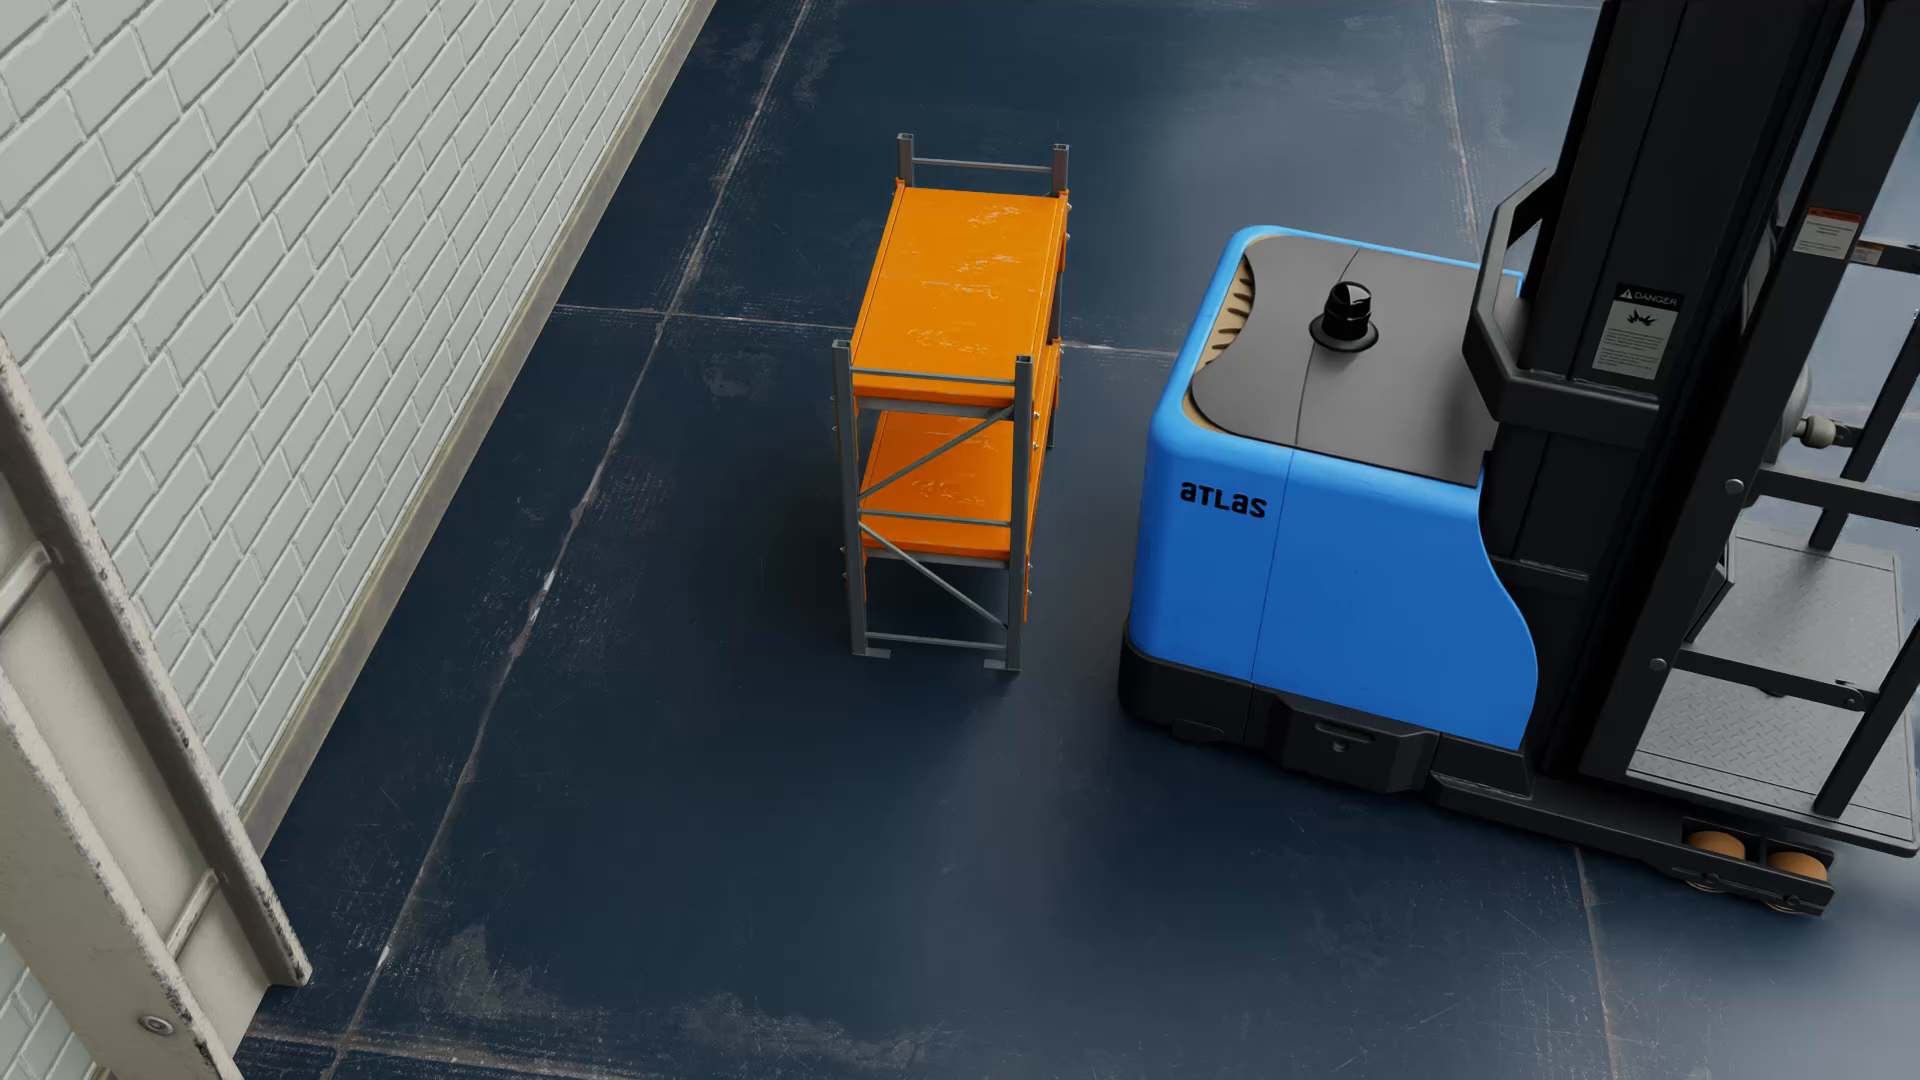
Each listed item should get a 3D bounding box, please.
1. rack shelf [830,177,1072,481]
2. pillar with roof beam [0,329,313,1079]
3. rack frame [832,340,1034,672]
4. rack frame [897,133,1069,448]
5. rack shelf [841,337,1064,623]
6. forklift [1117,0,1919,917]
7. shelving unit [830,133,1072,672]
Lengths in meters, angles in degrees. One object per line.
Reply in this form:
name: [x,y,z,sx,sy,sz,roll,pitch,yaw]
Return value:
rack shelf: [-0.001,-0.616,4.657,0.538,0.278,1.000,5,44,6]
pillar with roof beam: [2.484,-1.695,0.496,9.100,9.000,0.400,5,44,6]
rack frame: [-0.068,-0.057,4.492,0.500,1.125,0.032,5,44,6]
rack frame: [0.066,-0.750,5.224,0.500,1.125,0.032,5,44,6]
rack shelf: [-0.001,-0.226,5.026,0.538,0.278,1.000,5,44,6]
forklift: [2.018,-0.526,3.674,3.031,2.935,1.130,14,45,14]
shelving unit: [-0.001,-0.404,4.858,0.538,1.125,1.048,5,44,6]
